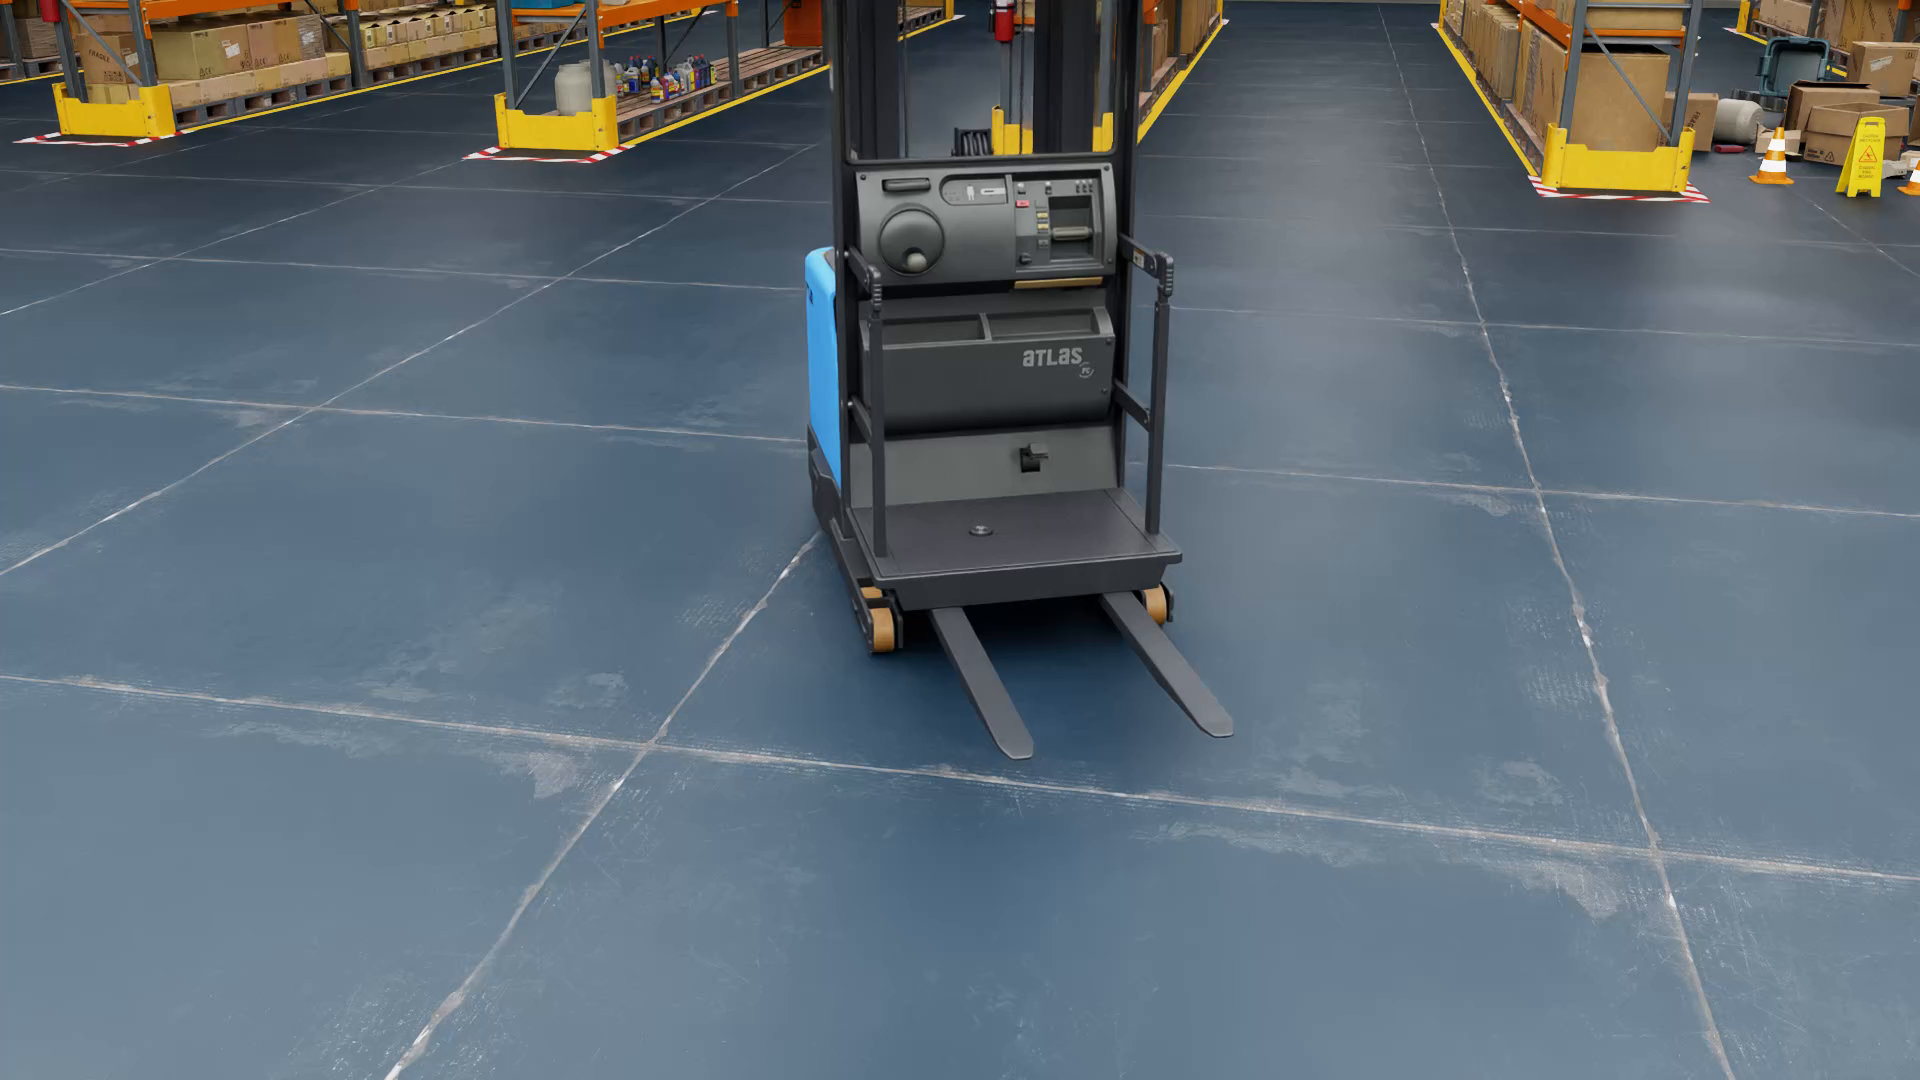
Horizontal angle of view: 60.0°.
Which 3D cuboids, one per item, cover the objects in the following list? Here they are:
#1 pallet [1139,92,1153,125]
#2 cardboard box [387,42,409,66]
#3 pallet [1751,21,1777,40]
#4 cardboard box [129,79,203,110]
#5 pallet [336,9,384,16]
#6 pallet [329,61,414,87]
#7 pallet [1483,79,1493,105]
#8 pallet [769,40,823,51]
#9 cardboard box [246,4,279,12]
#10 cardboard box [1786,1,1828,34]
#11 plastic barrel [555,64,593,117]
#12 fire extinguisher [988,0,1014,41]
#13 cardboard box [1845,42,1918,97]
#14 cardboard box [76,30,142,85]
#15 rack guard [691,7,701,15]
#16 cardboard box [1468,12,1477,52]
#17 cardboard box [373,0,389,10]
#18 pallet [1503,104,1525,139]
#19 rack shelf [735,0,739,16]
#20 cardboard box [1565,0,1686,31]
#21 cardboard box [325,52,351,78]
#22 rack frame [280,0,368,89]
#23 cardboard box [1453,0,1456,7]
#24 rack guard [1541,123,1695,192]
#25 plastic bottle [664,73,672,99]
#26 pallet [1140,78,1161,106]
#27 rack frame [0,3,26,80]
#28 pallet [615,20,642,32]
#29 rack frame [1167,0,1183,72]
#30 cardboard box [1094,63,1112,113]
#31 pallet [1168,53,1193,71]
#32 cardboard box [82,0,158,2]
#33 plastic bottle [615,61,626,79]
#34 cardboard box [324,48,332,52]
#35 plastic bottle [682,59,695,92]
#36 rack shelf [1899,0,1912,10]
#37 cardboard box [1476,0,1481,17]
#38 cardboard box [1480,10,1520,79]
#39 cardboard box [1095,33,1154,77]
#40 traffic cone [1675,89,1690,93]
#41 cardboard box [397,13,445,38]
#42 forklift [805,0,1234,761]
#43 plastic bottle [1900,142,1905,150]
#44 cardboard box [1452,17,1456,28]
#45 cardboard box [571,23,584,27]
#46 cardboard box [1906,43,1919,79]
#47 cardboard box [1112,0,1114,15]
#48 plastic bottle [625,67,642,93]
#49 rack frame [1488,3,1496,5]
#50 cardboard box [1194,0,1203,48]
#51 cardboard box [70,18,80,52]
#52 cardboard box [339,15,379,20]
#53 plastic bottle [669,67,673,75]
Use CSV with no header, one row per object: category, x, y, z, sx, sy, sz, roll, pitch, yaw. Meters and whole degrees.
pallet,1.589,-4.833,18.572,1.003,0.211,1.213,4,22,11
cardboard box,-7.575,-6.366,21.764,0.500,0.250,0.500,5,22,12
pallet,13.755,-8.416,27.469,1.003,0.211,1.213,4,22,11
cardboard box,-8.495,-4.767,17.794,0.500,0.250,0.500,4,22,11
pallet,-10.992,-9.412,29.941,1.003,0.211,1.213,4,22,11
pallet,-7.894,-6.111,21.743,1.003,0.211,1.213,4,22,11
pallet,6.857,-5.402,19.984,1.003,0.211,1.213,4,22,11
pallet,-2.221,-7.213,24.482,1.003,0.211,1.213,4,22,11
cardboard box,-11.576,-8.747,26.873,0.750,0.750,0.750,4,22,11
cardboard box,13.441,-8.101,25.819,0.875,0.438,0.875,4,22,9
plastic barrel,-3.914,-4.577,16.971,0.421,0.512,0.421,0,22,0
fire extinguisher,0.401,-4.870,15.033,0.296,0.674,0.183,4,22,11
cardboard box,9.644,-4.936,17.427,0.500,0.500,0.500,4,22,11
cardboard box,-9.004,-5.155,17.752,0.500,0.500,0.500,4,22,11
rack guard,-5.573,-10.333,31.841,1.175,0.500,0.348,4,22,11
cardboard box,7.423,-7.103,23.259,0.500,0.500,0.500,3,22,9
cardboard box,-10.865,-9.918,30.249,0.700,0.500,0.500,4,22,10
pallet,6.295,-4.394,17.482,1.003,0.211,1.213,4,22,11
rack shelf,-2.749,-7.150,21.555,1.077,0.370,4.000,4,22,11
cardboard box,5.742,-4.706,14.322,0.875,0.550,0.550,4,22,11
cardboard box,-7.886,-5.865,20.519,0.500,0.250,0.500,4,22,11
rack frame,-8.006,-7.132,20.546,1.000,3.000,0.127,4,22,11
cardboard box,8.171,-8.667,26.815,0.380,0.149,0.250,4,22,9
rack guard,5.705,-3.329,14.450,1.175,0.500,0.348,4,22,11
plastic bottle,-3.229,-4.993,18.299,0.097,0.271,0.097,0,22,0
pallet,1.849,-5.366,19.896,1.003,0.211,1.213,4,22,11
rack frame,-12.856,-7.508,21.480,1.000,3.000,0.127,4,22,11
pallet,-6.232,-9.015,28.955,1.003,0.211,1.213,4,22,11
rack frame,2.508,-7.838,22.300,1.000,3.000,0.127,4,22,11
cardboard box,1.254,-4.623,17.102,0.500,0.500,0.500,7,23,16
pallet,2.742,-6.827,23.522,1.003,0.211,1.213,4,22,11
cardboard box,-8.714,-5.885,17.316,0.700,0.500,0.500,4,22,11
plastic bottle,-3.853,-5.240,18.806,0.144,0.351,0.185,4,22,10
cardboard box,-8.205,-6.225,21.413,0.500,0.250,0.500,4,22,10
plastic bottle,-3.112,-5.282,18.911,0.144,0.351,0.185,4,22,11
rack shelf,11.801,-6.017,18.742,1.077,0.370,4.000,4,22,11
cardboard box,7.318,-7.262,22.649,0.500,0.250,0.500,5,22,12
cardboard box,6.955,-6.038,20.281,1.050,0.750,0.750,5,22,12
cardboard box,1.954,-5.815,20.035,0.700,0.500,0.500,4,22,11
traffic cone,8.278,-5.159,19.043,0.336,0.463,0.334,4,22,11
cardboard box,-7.365,-7.006,22.601,0.500,0.311,0.500,5,22,12
forklift,0.147,-1.111,5.689,1.130,2.935,3.031,-5,22,-12
plastic bottle,9.294,-3.928,16.524,0.133,0.061,0.283,8,23,20
cardboard box,8.116,-8.306,26.716,0.380,0.149,0.250,4,22,11
cardboard box,-6.405,-8.536,26.790,0.500,0.500,0.500,5,22,12
cardboard box,12.084,-5.852,20.325,0.950,0.372,0.625,3,22,7
cardboard box,1.237,-4.972,15.519,0.380,0.149,0.250,4,22,11
plastic bottle,-3.703,-5.203,18.814,0.152,0.276,0.135,4,22,11
rack frame,7.343,-7.423,21.269,1.000,3.000,0.127,4,22,11
cardboard box,2.858,-7.623,24.049,1.225,0.875,0.875,5,22,11
cardboard box,-12.666,-7.016,23.015,0.700,0.500,0.500,4,22,10
cardboard box,-7.999,-6.854,22.225,0.500,0.311,0.500,4,22,11
plastic bottle,-3.253,-5.200,18.796,0.061,0.283,0.133,4,22,11
